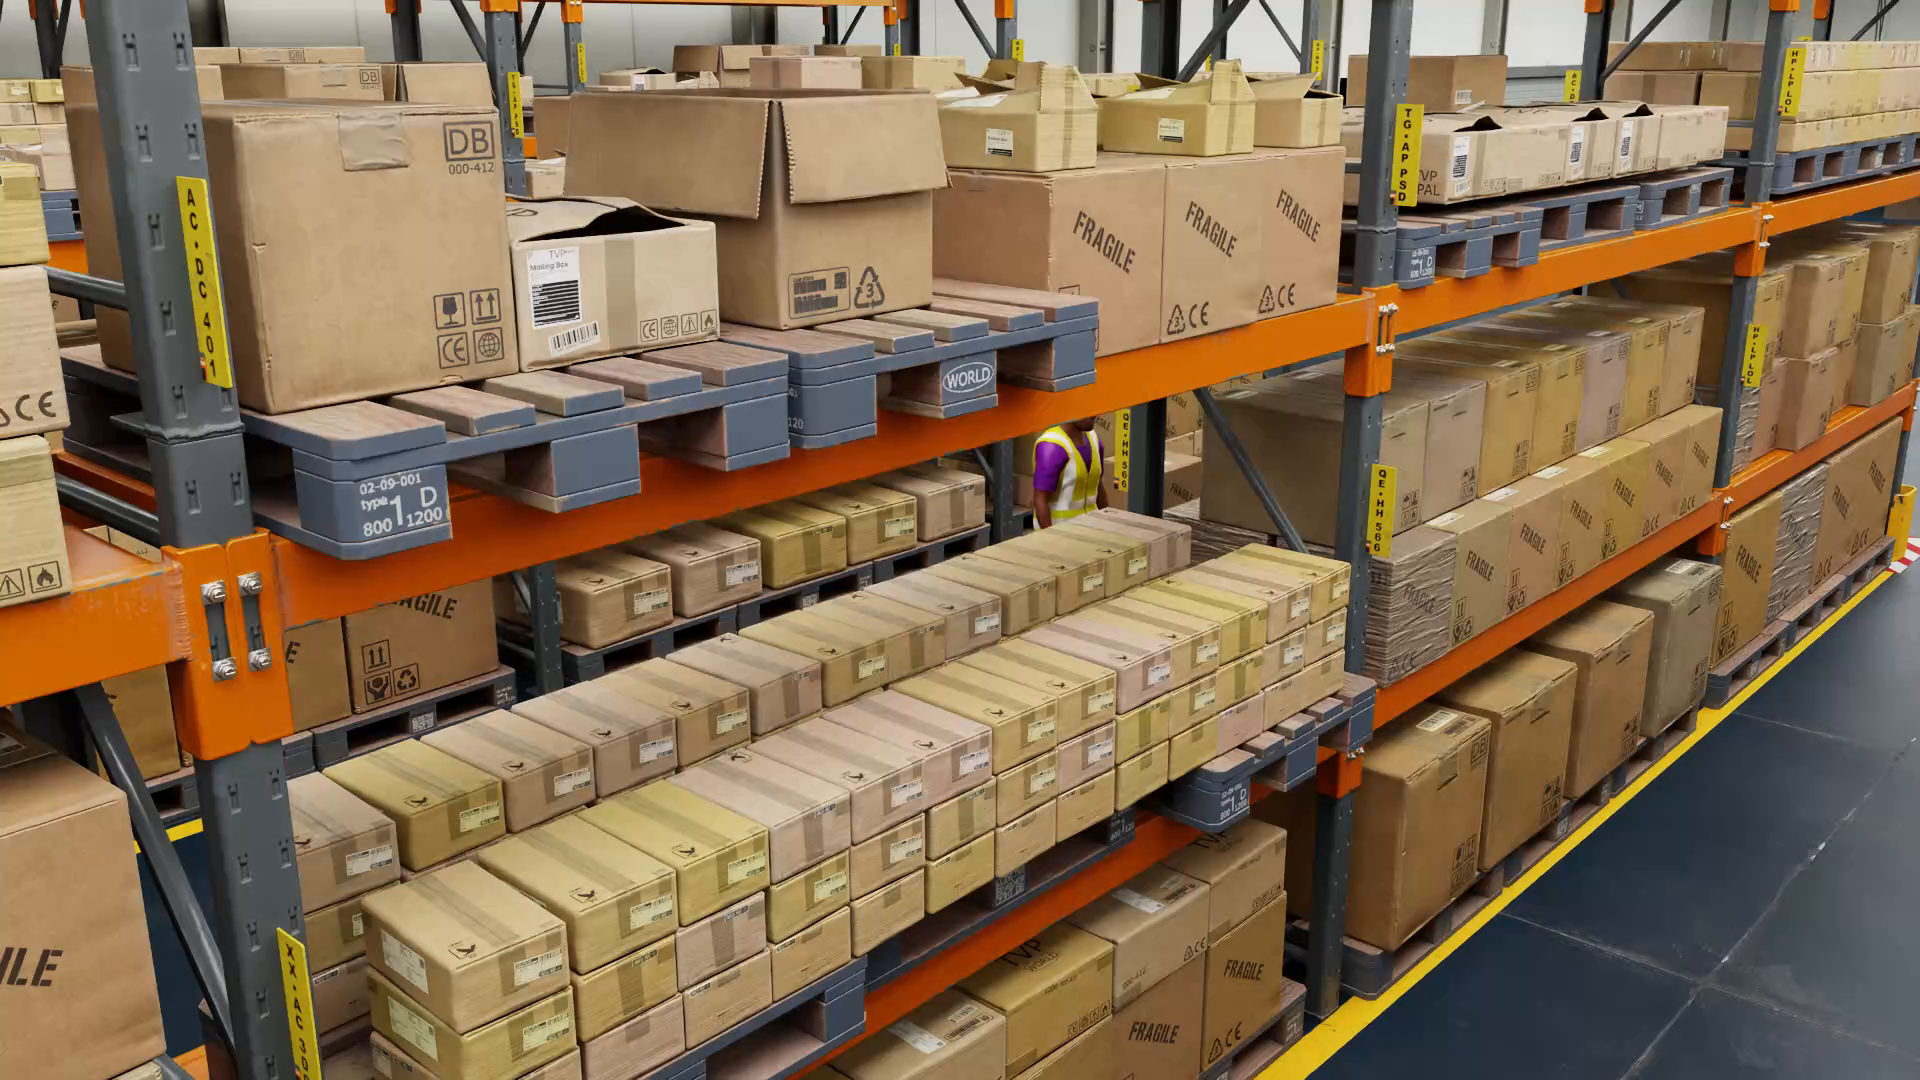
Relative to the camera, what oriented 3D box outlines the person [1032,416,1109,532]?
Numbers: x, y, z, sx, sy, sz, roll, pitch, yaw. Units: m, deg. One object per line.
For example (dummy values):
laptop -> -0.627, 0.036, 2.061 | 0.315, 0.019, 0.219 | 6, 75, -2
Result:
person -> 0.700, -0.042, 9.642 | 0.550, 1.764, 0.632 | 14, 22, 39
